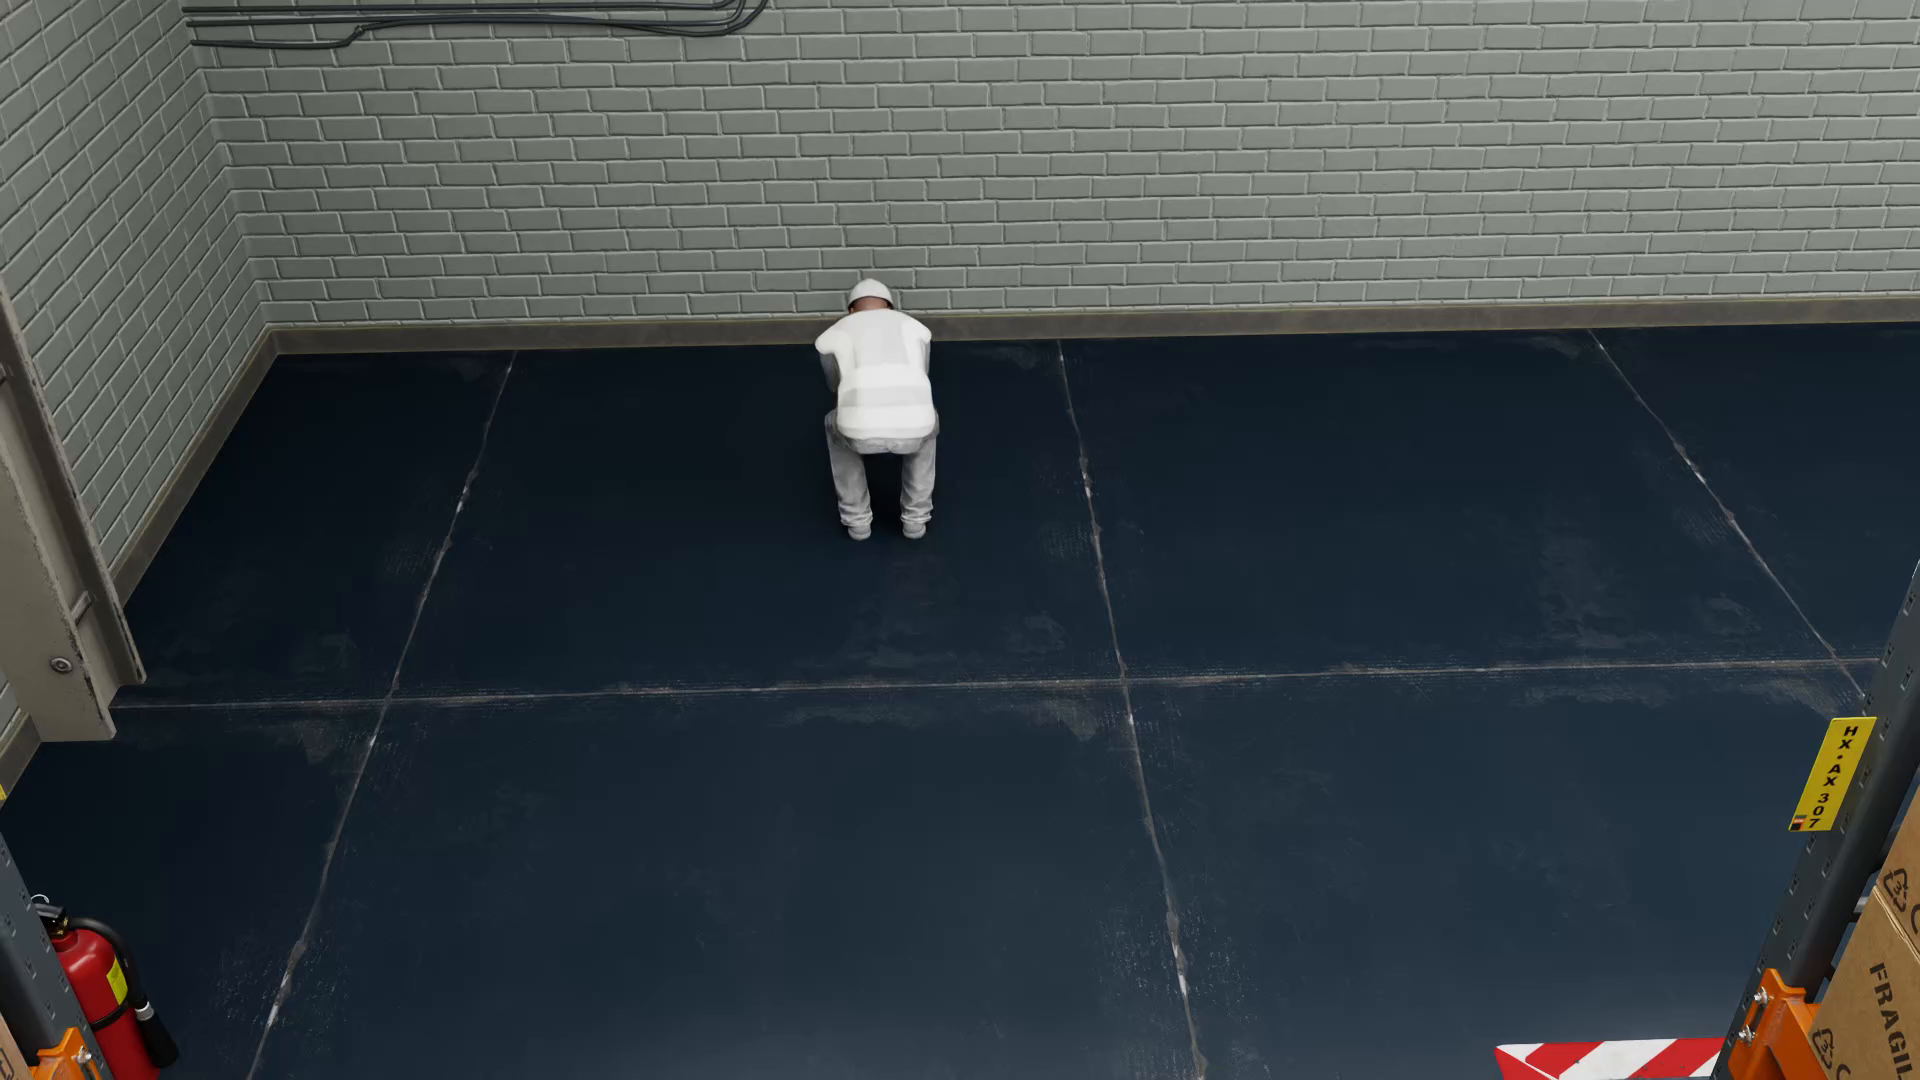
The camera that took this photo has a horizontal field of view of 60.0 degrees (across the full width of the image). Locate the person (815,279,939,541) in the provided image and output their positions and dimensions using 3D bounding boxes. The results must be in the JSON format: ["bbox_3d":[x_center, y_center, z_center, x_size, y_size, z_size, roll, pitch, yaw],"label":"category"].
[{"bbox_3d":[-0.374,-0.571,7.636,0.550,0.995,0.965,-3,35,-4],"label":"person"}]
